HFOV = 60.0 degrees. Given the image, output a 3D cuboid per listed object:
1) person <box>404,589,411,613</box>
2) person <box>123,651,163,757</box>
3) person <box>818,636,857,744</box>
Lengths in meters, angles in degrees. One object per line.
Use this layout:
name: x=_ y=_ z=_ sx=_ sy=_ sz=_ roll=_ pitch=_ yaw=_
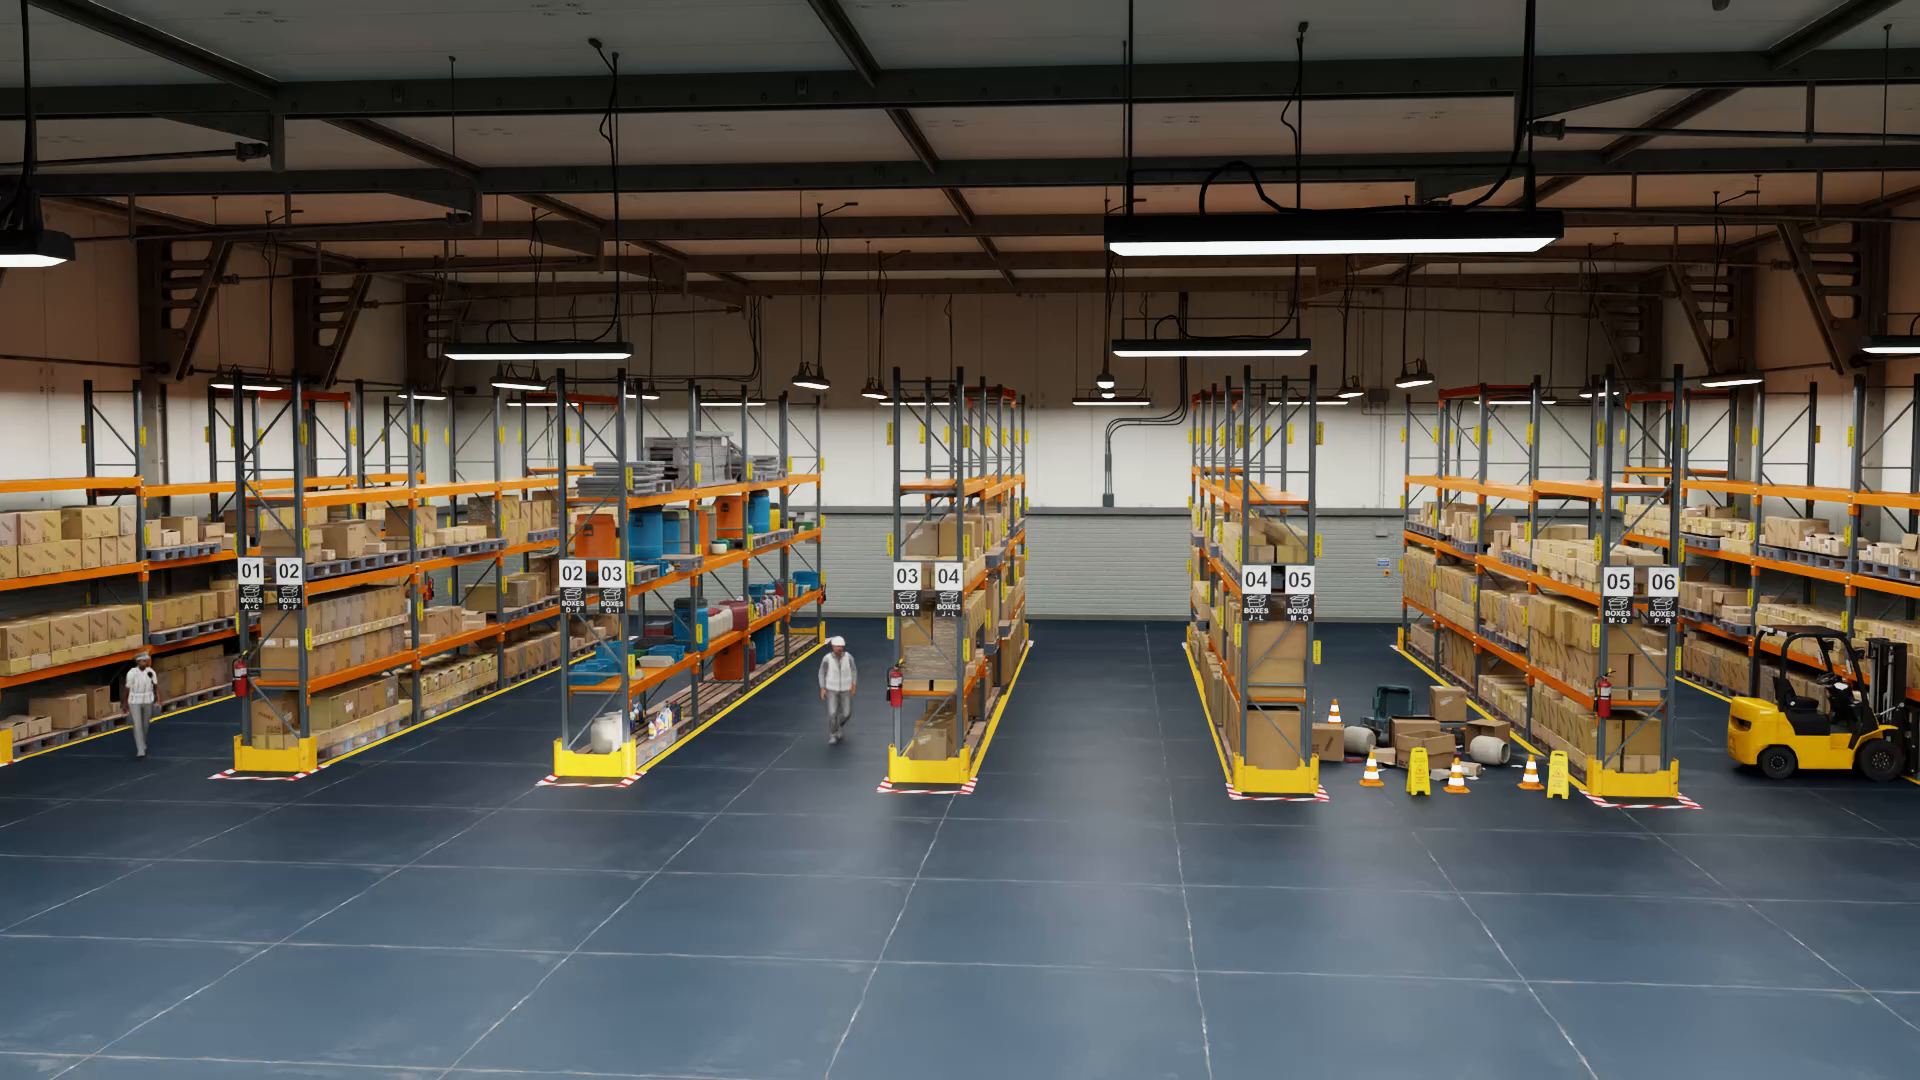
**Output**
person: x=-12.338 y=1.889 z=37.144 sx=0.420 sy=1.586 sz=0.426 roll=2 pitch=4 yaw=35
person: x=-12.829 y=2.546 z=26.112 sx=0.525 sy=1.614 sz=1.040 roll=-3 pitch=4 yaw=-37
person: x=-2.014 y=2.438 z=27.304 sx=0.637 sy=1.759 sz=0.598 roll=-1 pitch=4 yaw=-13
